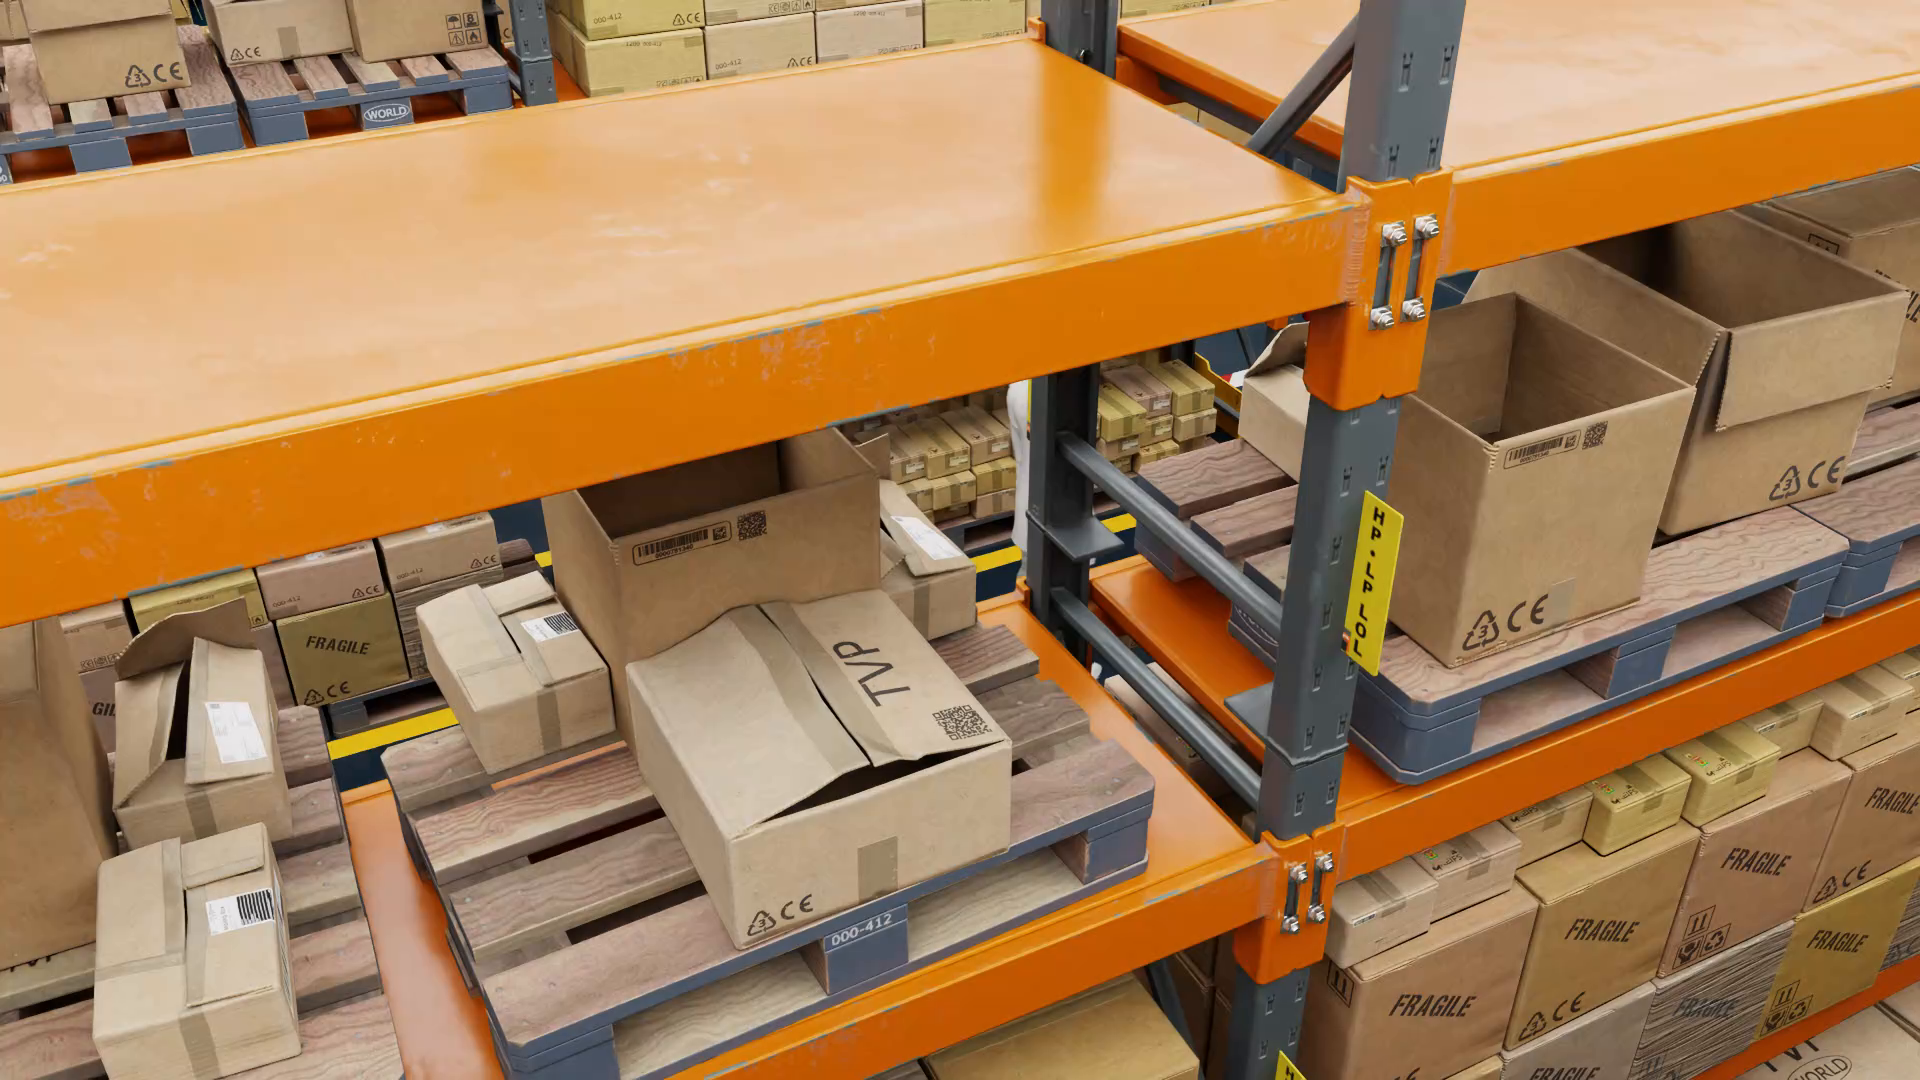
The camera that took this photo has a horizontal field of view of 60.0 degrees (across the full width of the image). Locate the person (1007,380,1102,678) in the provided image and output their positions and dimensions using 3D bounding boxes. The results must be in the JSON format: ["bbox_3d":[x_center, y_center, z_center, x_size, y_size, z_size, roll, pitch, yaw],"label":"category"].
[{"bbox_3d":[0.440,-0.155,7.877,0.385,1.789,0.578,-16,36,-23],"label":"person"}]
